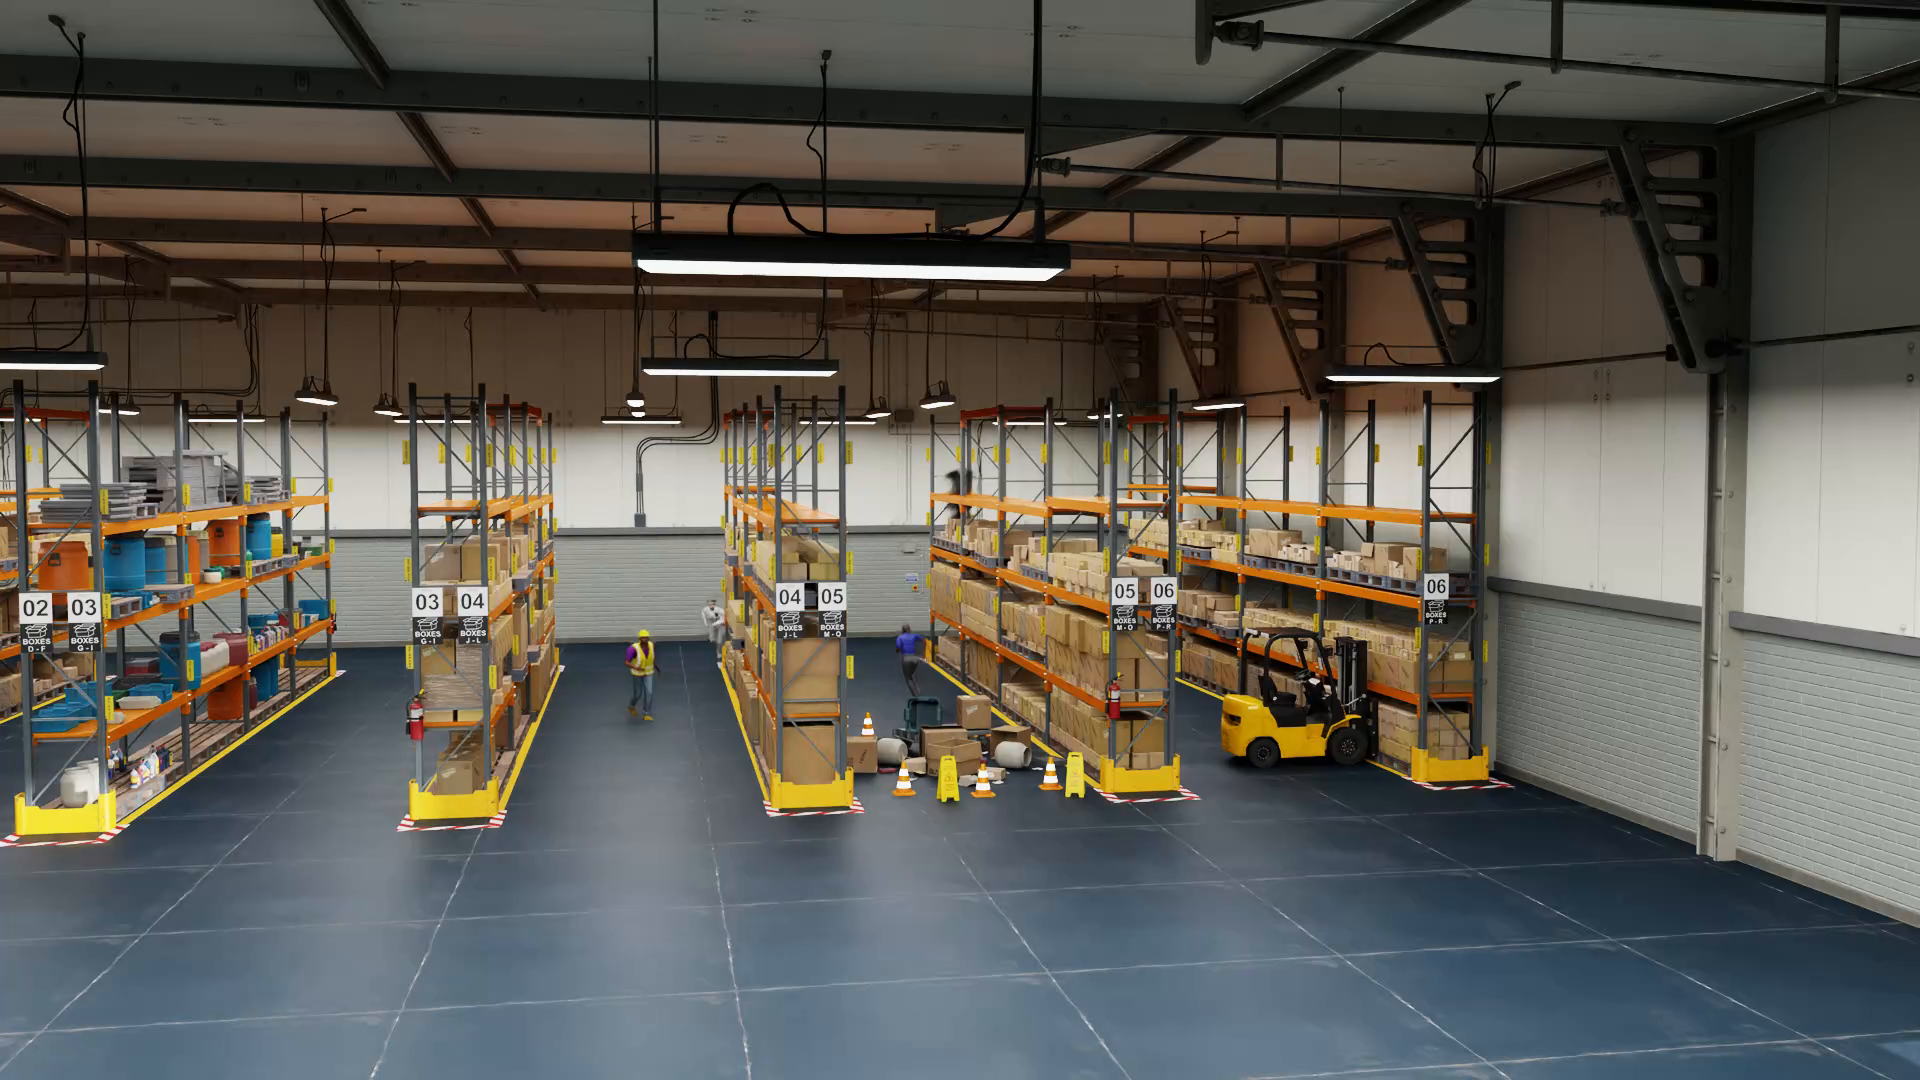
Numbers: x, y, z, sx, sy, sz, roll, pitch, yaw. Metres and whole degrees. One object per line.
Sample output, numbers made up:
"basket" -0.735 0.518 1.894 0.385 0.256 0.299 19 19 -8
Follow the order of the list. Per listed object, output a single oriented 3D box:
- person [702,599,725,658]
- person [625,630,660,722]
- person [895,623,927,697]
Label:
"person" -6.103 2.184 41.071 0.636 1.493 0.752 1 3 13
"person" -6.057 2.544 31.520 0.702 1.731 0.907 -2 3 -30
"person" -1.025 2.493 33.824 0.558 1.577 0.783 -2 3 -31
